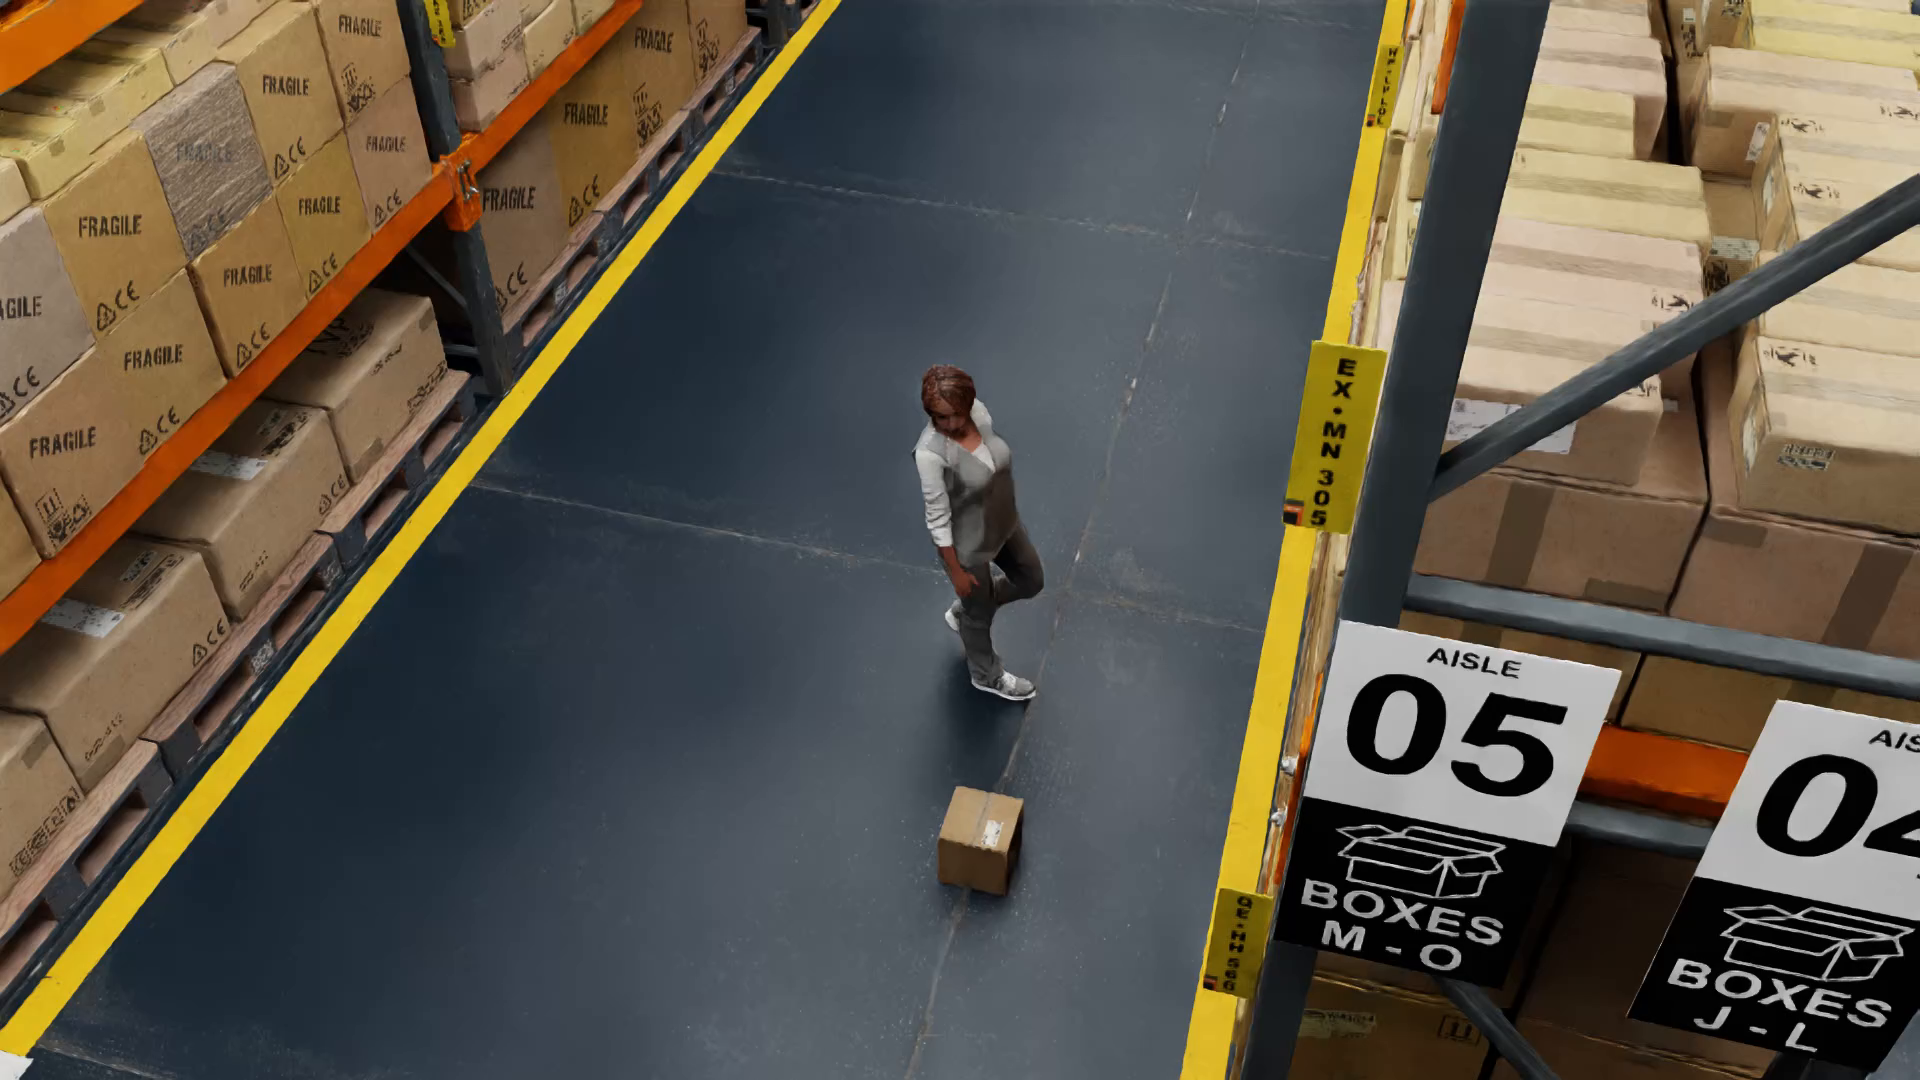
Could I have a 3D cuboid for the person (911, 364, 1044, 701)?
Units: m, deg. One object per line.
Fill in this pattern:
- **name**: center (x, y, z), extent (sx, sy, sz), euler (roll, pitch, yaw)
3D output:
- **person**: center (0.076, 0.000, 6.171), extent (0.443, 1.593, 0.491), euler (21, 46, 22)
